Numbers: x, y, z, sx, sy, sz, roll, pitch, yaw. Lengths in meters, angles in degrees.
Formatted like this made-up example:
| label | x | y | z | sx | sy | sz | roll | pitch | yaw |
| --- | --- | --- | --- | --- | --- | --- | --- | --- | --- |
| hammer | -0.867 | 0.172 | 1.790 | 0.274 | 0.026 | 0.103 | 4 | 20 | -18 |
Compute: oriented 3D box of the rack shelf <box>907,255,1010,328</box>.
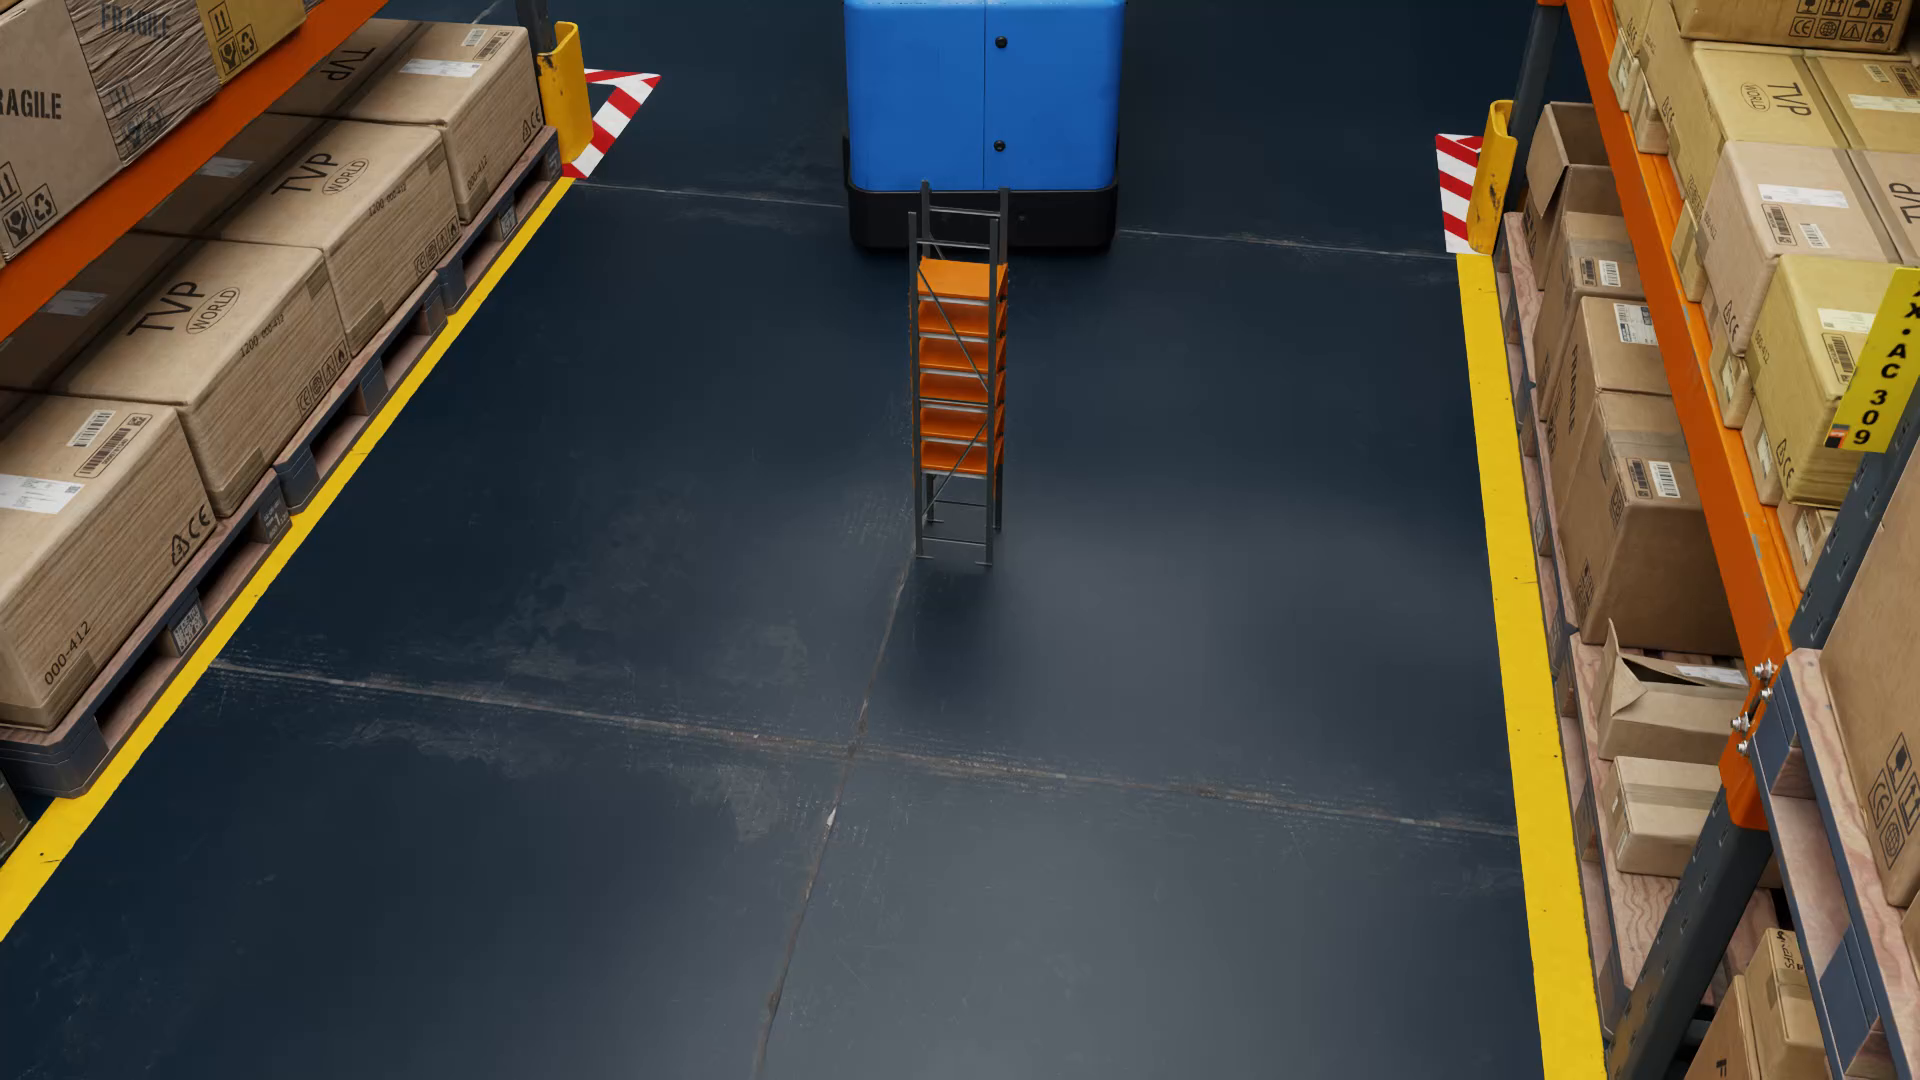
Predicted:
| label | x | y | z | sx | sy | sz | roll | pitch | yaw |
| --- | --- | --- | --- | --- | --- | --- | --- | --- | --- |
| rack shelf | -0.002 | -0.697 | 4.656 | 0.258 | 0.103 | 0.180 | 6 | 40 | 8 |

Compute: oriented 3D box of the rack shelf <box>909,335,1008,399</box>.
| label | x | y | z | sx | sy | sz | roll | pitch | yaw |
| --- | --- | --- | --- | --- | --- | --- | --- | --- | --- |
| rack shelf | -0.002 | -0.512 | 4.809 | 0.258 | 0.103 | 0.180 | 6 | 40 | 8 |

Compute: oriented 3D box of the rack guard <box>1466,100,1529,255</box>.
| label | x | y | z | sx | sy | sz | roll | pitch | yaw |
| --- | --- | --- | --- | --- | --- | --- | --- | --- | --- |
| rack guard | 2.641 | -1.380 | 6.527 | 1.175 | 0.500 | 0.348 | 6 | 40 | 8 |

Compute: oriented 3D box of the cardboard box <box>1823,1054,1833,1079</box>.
| label | x | y | z | sx | sy | sz | roll | pitch | yaw |
| --- | --- | --- | --- | --- | --- | --- | --- | --- | --- |
| cardboard box | 1.640 | 0.920 | 2.673 | 0.380 | 0.149 | 0.250 | 5 | 40 | 6 |

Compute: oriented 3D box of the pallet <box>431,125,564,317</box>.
| label | x | y | z | sx | sy | sz | roll | pitch | yaw |
| --- | --- | --- | --- | --- | --- | --- | --- | --- | --- |
| pallet | -2.297 | -1.351 | 6.718 | 1.003 | 0.211 | 1.213 | 6 | 40 | 8 |

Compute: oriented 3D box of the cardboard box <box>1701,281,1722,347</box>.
| label | x | y | z | sx | sy | sz | roll | pitch | yaw |
| --- | --- | --- | --- | --- | --- | --- | --- | --- | --- |
| cardboard box | 1.885 | -0.505 | 3.704 | 0.380 | 0.149 | 0.250 | 7 | 40 | 9 |

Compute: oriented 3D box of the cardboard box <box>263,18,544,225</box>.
| label | x | y | z | sx | sy | sz | roll | pitch | yaw |
| --- | --- | --- | --- | --- | --- | --- | --- | --- | --- |
| cardboard box | -2.251 | -1.685 | 6.616 | 0.875 | 0.438 | 0.875 | 5 | 40 | 6 |

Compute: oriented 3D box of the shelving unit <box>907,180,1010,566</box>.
| label | x | y | z | sx | sy | sz | roll | pitch | yaw |
| --- | --- | --- | --- | --- | --- | --- | --- | --- | --- |
| shelving unit | -0.002 | -0.453 | 4.857 | 0.258 | 1.200 | 0.189 | 6 | 40 | 8 |

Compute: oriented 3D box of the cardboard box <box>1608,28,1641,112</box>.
| label | x | y | z | sx | sy | sz | roll | pitch | yaw |
| --- | --- | --- | --- | --- | --- | --- | --- | --- | --- |
| cardboard box | 2.055 | -1.315 | 4.684 | 0.380 | 0.149 | 0.250 | 5 | 40 | 6 |

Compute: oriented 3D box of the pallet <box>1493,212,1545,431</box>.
| label | x | y | z | sx | sy | sz | roll | pitch | yaw |
| --- | --- | --- | --- | --- | --- | --- | --- | --- | --- |
| pallet | 2.504 | -0.768 | 6.014 | 1.003 | 0.211 | 1.213 | 6 | 40 | 8 |

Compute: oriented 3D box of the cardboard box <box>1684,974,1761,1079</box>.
| label | x | y | z | sx | sy | sz | roll | pitch | yaw |
| --- | --- | --- | --- | --- | --- | --- | --- | --- | --- |
| cardboard box | 1.657 | 1.199 | 3.077 | 0.500 | 0.500 | 0.500 | 8 | 40 | 10 |

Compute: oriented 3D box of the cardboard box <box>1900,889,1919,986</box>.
| label | x | y | z | sx | sy | sz | roll | pitch | yaw |
| --- | --- | --- | --- | --- | --- | --- | --- | --- | --- |
| cardboard box | 1.568 | 0.523 | 1.856 | 0.700 | 0.500 | 0.500 | 7 | 40 | 8 |

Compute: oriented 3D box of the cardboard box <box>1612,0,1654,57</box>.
| label | x | y | z | sx | sy | sz | roll | pitch | yaw |
| --- | --- | --- | --- | --- | --- | --- | --- | --- | --- |
| cardboard box | 2.139 | -1.558 | 4.665 | 0.500 | 0.250 | 0.500 | 6 | 40 | 7 |

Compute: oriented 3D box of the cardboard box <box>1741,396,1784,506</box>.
| label | x | y | z | sx | sy | sz | roll | pitch | yaw |
| --- | --- | --- | --- | --- | --- | --- | --- | --- | --- |
| cardboard box | 1.792 | -0.178 | 3.308 | 0.380 | 0.149 | 0.250 | 7 | 40 | 9 |

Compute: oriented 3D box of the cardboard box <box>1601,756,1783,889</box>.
| label | x | y | z | sx | sy | sz | roll | pitch | yaw |
| --- | --- | --- | --- | --- | --- | --- | --- | --- | --- |
| cardboard box | 1.769 | 0.674 | 3.988 | 0.380 | 0.149 | 0.250 | 5 | 40 | 6 |

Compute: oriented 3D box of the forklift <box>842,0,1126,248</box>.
| label | x | y | z | sx | sy | sz | roll | pitch | yaw |
| --- | --- | --- | --- | --- | --- | --- | --- | --- | --- |
| forklift | 0.072 | -3.188 | 6.805 | 1.130 | 2.935 | 3.031 | 0 | 40 | -1 |

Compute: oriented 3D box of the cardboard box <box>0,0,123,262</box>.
| label | x | y | z | sx | sy | sz | roll | pitch | yaw |
| --- | --- | --- | --- | --- | --- | --- | --- | --- | --- |
| cardboard box | -2.497 | -1.045 | 4.082 | 0.500 | 0.500 | 0.500 | 7 | 40 | 8 |

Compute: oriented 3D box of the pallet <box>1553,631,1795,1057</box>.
| label | x | y | z | sx | sy | sz | roll | pitch | yaw |
| --- | --- | --- | --- | --- | --- | --- | --- | --- | --- |
| pallet | 2.082 | 0.763 | 4.162 | 1.003 | 0.211 | 1.213 | 6 | 40 | 8 |

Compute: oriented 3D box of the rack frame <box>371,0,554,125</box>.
| label | x | y | z | sx | sy | sz | roll | pitch | yaw |
| --- | --- | --- | --- | --- | --- | --- | --- | --- | --- |
| rack frame | -2.235 | -2.936 | 6.447 | 1.000 | 3.000 | 0.127 | 6 | 40 | 8 |

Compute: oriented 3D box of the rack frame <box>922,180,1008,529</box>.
| label | x | y | z | sx | sy | sz | roll | pitch | yaw |
| --- | --- | --- | --- | --- | --- | --- | --- | --- | --- |
| rack frame | 0.013 | -0.511 | 4.926 | 0.240 | 1.200 | 0.006 | 6 | 40 | 8 |

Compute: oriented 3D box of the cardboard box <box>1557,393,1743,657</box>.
| label | x | y | z | sx | sy | sz | roll | pitch | yaw |
| --- | --- | --- | --- | --- | --- | --- | --- | --- | --- |
| cardboard box | 2.089 | -0.033 | 4.567 | 0.700 | 0.500 | 0.500 | 5 | 40 | 6 |

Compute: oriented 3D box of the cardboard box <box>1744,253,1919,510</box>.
| label | x | y | z | sx | sy | sz | roll | pitch | yaw |
| --- | --- | --- | --- | --- | --- | --- | --- | --- | --- |
| cardboard box | 1.810 | -0.284 | 3.124 | 0.500 | 0.250 | 0.500 | 7 | 40 | 9 |

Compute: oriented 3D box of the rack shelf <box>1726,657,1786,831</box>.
| label | x | y | z | sx | sy | sz | roll | pitch | yaw |
| --- | --- | --- | --- | --- | --- | --- | --- | --- | --- |
| rack shelf | 1.616 | 1.652 | 1.463 | 1.077 | 0.370 | 4.000 | 6 | 40 | 8 |

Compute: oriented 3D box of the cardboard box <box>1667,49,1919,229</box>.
| label | x | y | z | sx | sy | sz | roll | pitch | yaw |
| --- | --- | --- | --- | --- | --- | --- | --- | --- | --- |
| cardboard box | 1.981 | -0.912 | 3.883 | 0.500 | 0.250 | 0.500 | 6 | 40 | 7 |

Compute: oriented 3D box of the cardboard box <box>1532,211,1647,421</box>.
| label | x | y | z | sx | sy | sz | roll | pitch | yaw |
| --- | --- | --- | --- | --- | --- | --- | --- | --- | --- |
| cardboard box | 2.269 | -0.684 | 5.355 | 0.700 | 0.500 | 0.500 | 8 | 40 | 9 |

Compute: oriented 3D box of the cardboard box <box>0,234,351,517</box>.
| label | x | y | z | sx | sy | sz | roll | pitch | yaw |
| --- | --- | --- | --- | --- | --- | --- | --- | --- | --- |
| cardboard box | -2.559 | -0.544 | 5.235 | 0.875 | 0.438 | 0.875 | 5 | 40 | 6 |

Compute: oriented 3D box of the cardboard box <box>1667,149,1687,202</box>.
| label | x | y | z | sx | sy | sz | roll | pitch | yaw |
| --- | --- | --- | --- | --- | --- | --- | --- | --- | --- |
| cardboard box | 2.053 | -0.978 | 4.277 | 0.380 | 0.149 | 0.250 | 6 | 40 | 8 |

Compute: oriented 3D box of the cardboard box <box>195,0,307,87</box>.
| label | x | y | z | sx | sy | sz | roll | pitch | yaw |
| --- | --- | --- | --- | --- | --- | --- | --- | --- | --- |
| cardboard box | -2.316 | -1.680 | 4.850 | 0.500 | 0.500 | 0.500 | 8 | 40 | 9 |

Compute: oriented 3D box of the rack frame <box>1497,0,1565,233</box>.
| label | x | y | z | sx | sy | sz | roll | pitch | yaw |
| --- | --- | --- | --- | --- | --- | --- | --- | --- | --- |
| rack frame | 2.654 | -2.391 | 5.788 | 1.000 | 3.000 | 0.127 | 6 | 40 | 8 |

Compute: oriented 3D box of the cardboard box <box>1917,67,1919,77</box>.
| label | x | y | z | sx | sy | sz | roll | pitch | yaw |
| --- | --- | --- | --- | --- | --- | --- | --- | --- | --- |
| cardboard box | 2.485 | -0.858 | 3.818 | 0.500 | 0.250 | 0.500 | 7 | 40 | 9 |

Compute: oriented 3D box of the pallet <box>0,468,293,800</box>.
| label | x | y | z | sx | sy | sz | roll | pitch | yaw |
| --- | --- | --- | --- | --- | --- | --- | --- | --- | --- |
| pallet | -2.719 | 0.180 | 4.866 | 1.003 | 0.211 | 1.213 | 6 | 40 | 8 |

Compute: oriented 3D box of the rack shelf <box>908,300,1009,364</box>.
| label | x | y | z | sx | sy | sz | roll | pitch | yaw |
| --- | --- | --- | --- | --- | --- | --- | --- | --- | --- |
| rack shelf | -0.002 | -0.604 | 4.732 | 0.258 | 0.103 | 0.180 | 6 | 40 | 8 |
